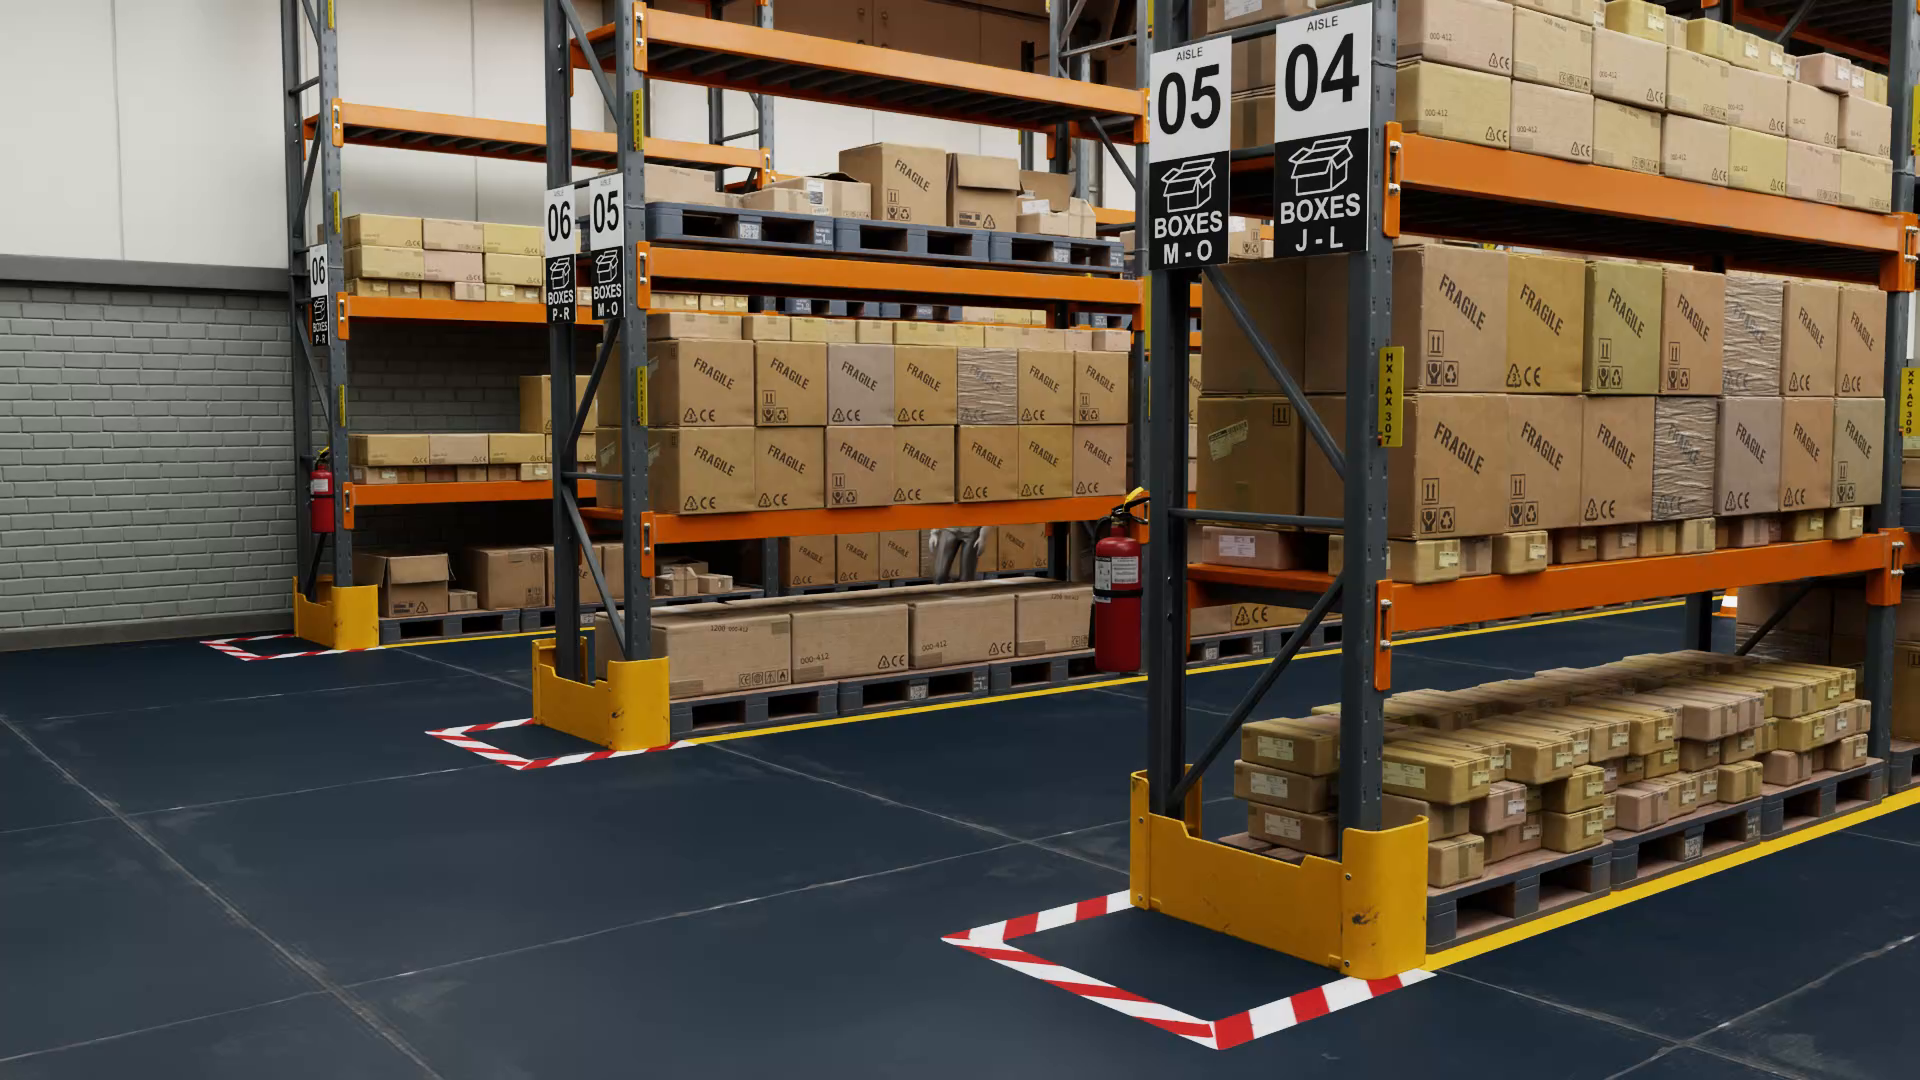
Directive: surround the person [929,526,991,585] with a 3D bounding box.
[{"bbox_3d":[0.017,-0.043,13.927,0.551,1.676,0.442,1,5,14],"label":"person"}]
